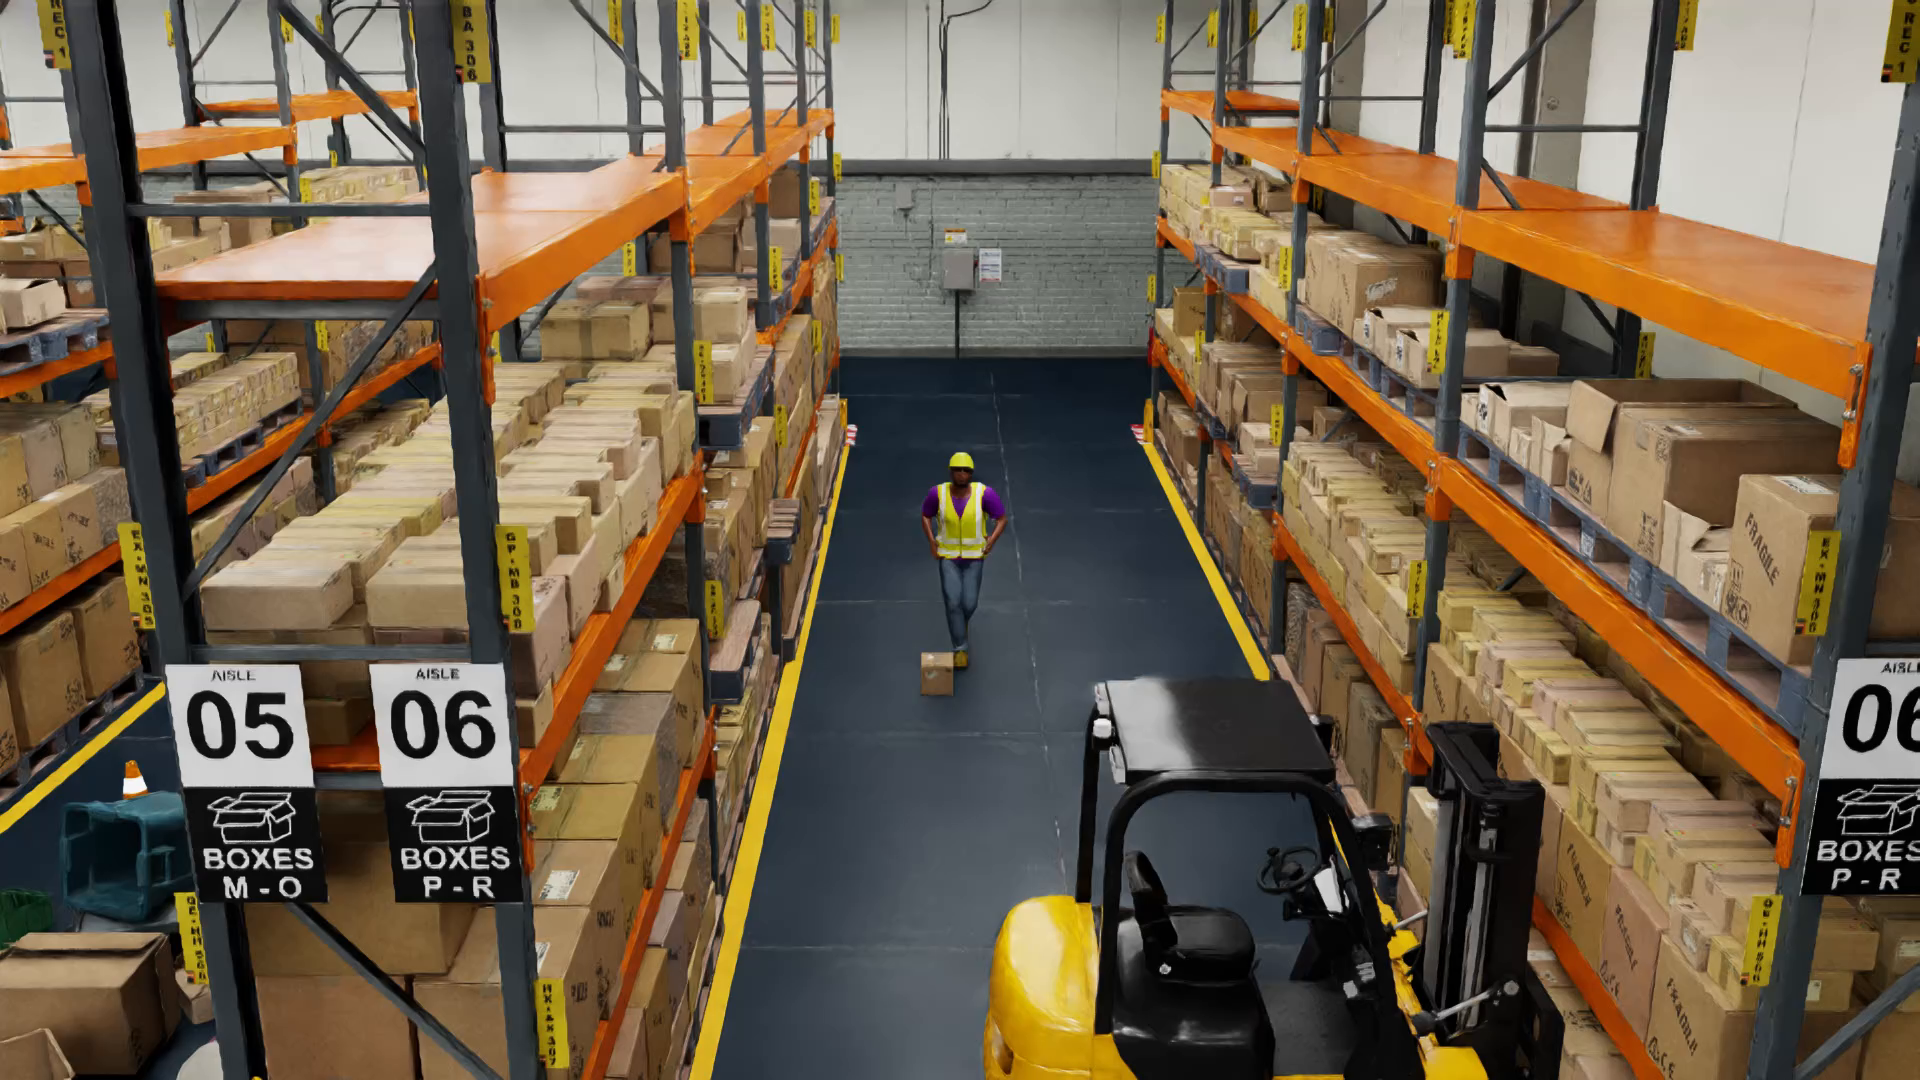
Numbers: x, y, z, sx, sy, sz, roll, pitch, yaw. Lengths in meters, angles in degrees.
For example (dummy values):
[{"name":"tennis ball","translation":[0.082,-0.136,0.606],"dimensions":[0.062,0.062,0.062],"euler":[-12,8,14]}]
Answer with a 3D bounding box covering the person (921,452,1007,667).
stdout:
[{"name":"person","translation":[0.027,0.124,13.619],"dimensions":[0.712,1.745,0.726],"euler":[1,17,2]}]
